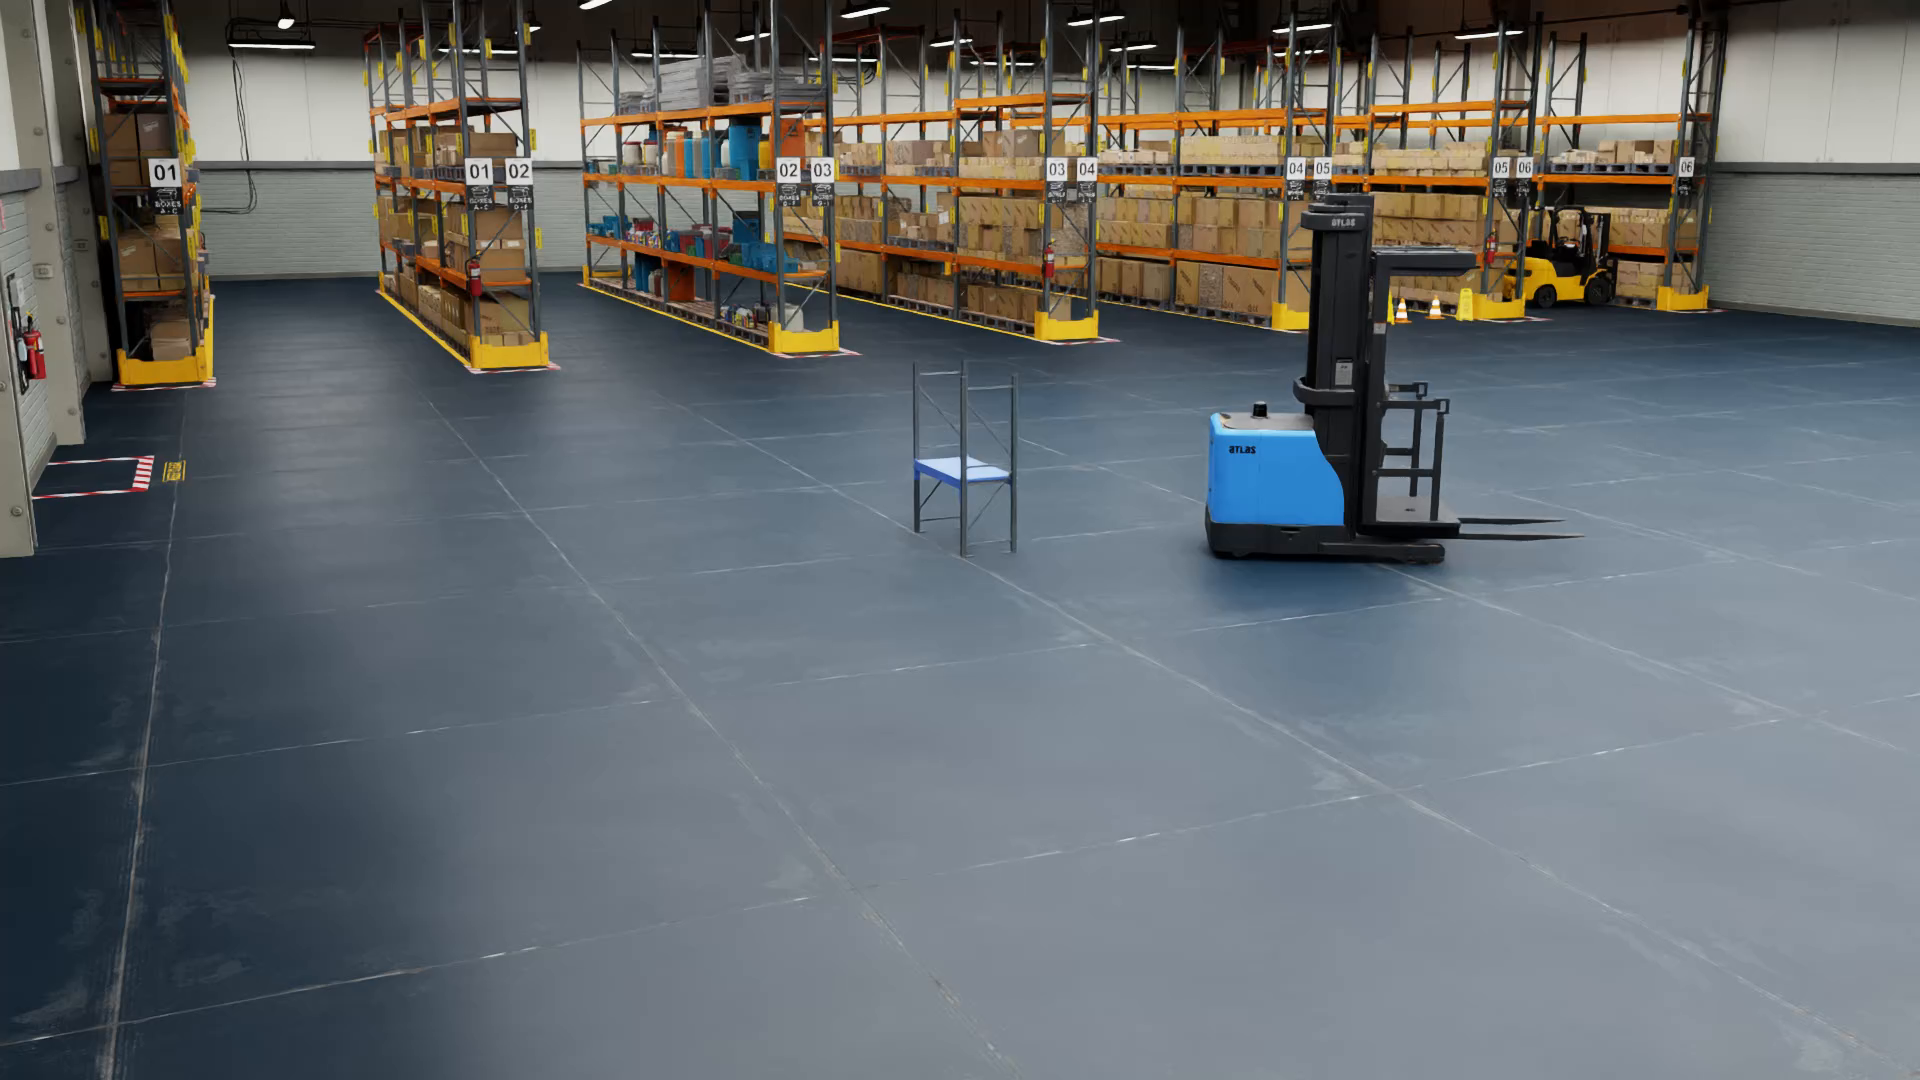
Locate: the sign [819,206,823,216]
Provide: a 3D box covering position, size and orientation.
[{"bbox_3d":[-3.353,-8.004,40.207,0.100,0.325,0.005,-6,14,-23],"label":"sign"}]

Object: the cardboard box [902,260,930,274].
[{"bbox_3d":[-0.947,-5.994,36.522,0.500,0.250,0.500,-5,14,-21],"label":"cardboard box"}]

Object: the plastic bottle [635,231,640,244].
[{"bbox_3d":[-7.176,-6.765,37.224,0.152,0.276,0.135,-6,14,-23],"label":"plastic bottle"}]

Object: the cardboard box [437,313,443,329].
[{"bbox_3d":[-9.151,-3.972,30.047,0.500,0.250,0.500,-6,14,-24],"label":"cardboard box"}]

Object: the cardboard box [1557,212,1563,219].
[{"bbox_3d":[13.978,-7.508,38.495,0.380,0.149,0.250,-5,14,-22],"label":"cardboard box"}]

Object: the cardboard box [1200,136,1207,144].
[{"bbox_3d":[5.085,-8.086,33.639,0.380,0.149,0.250,-6,14,-24],"label":"cardboard box"}]

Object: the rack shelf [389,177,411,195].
[{"bbox_3d":[-11.123,-7.398,34.626,1.077,0.370,4.000,-6,14,-23],"label":"rack shelf"}]

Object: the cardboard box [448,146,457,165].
[{"bbox_3d":[-8.042,-6.241,26.986,0.500,0.311,0.500,-4,14,-16],"label":"cardboard box"}]

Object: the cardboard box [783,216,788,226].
[{"bbox_3d":[-4.289,-8.262,43.090,0.500,0.250,0.500,-6,14,-24],"label":"cardboard box"}]

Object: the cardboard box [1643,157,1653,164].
[{"bbox_3d":[14.978,-8.196,35.880,0.380,0.149,0.250,-6,14,-25],"label":"cardboard box"}]

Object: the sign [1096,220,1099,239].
[{"bbox_3d":[2.459,-5.586,29.933,0.100,0.325,0.005,-6,14,-23],"label":"sign"}]

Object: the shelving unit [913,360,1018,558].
[{"bbox_3d":[0.034,-0.713,14.125,0.538,1.500,1.048,-6,14,-23],"label":"shelving unit"}]

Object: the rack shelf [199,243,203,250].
[{"bbox_3d":[-17.262,-6.315,36.598,1.077,0.370,4.000,-6,14,-23],"label":"rack shelf"}]

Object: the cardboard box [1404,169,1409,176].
[{"bbox_3d":[9.754,-7.877,35.658,0.380,0.149,0.250,-6,14,-25],"label":"cardboard box"}]

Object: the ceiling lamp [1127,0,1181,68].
[{"bbox_3d":[5.972,-15.875,50.059,2.000,3.185,0.800,-6,14,-23],"label":"ceiling lamp"}]

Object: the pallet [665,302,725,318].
[{"bbox_3d":[-5.507,-4.799,34.635,1.003,0.211,1.213,-6,14,-23],"label":"pallet"}]

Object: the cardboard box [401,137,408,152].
[{"bbox_3d":[-11.253,-8.078,34.592,0.600,0.600,0.600,-6,14,-25],"label":"cardboard box"}]

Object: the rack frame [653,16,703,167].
[{"bbox_3d":[-5.781,-9.243,34.351,1.000,3.000,0.127,-6,14,-23],"label":"rack frame"}]

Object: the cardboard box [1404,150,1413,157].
[{"bbox_3d":[9.721,-8.260,35.542,0.380,0.149,0.250,-6,14,-25],"label":"cardboard box"}]

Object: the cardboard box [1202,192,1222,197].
[{"bbox_3d":[6.575,-8.702,42.877,0.500,0.500,0.500,-6,14,-24],"label":"cardboard box"}]

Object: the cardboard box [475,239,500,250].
[{"bbox_3d":[-7.444,-4.648,26.139,0.380,0.149,0.250,-6,14,-24],"label":"cardboard box"}]

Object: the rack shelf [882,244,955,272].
[{"bbox_3d":[-0.442,-6.004,35.256,1.077,0.370,4.000,-6,14,-23],"label":"rack shelf"}]

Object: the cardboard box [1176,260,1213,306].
[{"bbox_3d":[5.132,-5.402,34.839,0.875,0.875,0.875,-5,14,-22],"label":"cardboard box"}]

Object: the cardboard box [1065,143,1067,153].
[{"bbox_3d":[2.408,-9.402,39.770,0.396,0.266,0.258,-6,14,-23],"label":"cardboard box"}]

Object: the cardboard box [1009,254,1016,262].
[{"bbox_3d":[1.142,-5.290,31.131,0.380,0.149,0.250,-6,14,-23],"label":"cardboard box"}]

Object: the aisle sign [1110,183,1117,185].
[{"bbox_3d":[4.338,-10.571,47.627,0.394,0.787,0.004,-6,14,-23],"label":"aisle sign"}]

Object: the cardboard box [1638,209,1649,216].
[{"bbox_3d":[14.995,-7.124,36.178,0.380,0.149,0.250,-5,14,-22],"label":"cardboard box"}]

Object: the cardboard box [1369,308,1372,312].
[{"bbox_3d":[8.666,-4.710,34.389,0.380,0.149,0.250,1,13,6],"label":"cardboard box"}]

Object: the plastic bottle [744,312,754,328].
[{"bbox_3d":[-3.790,-3.950,29.848,0.152,0.276,0.135,-6,14,-23],"label":"plastic bottle"}]

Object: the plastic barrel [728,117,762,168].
[{"bbox_3d":[-3.878,-7.189,30.084,0.600,0.901,0.708,-6,14,-23],"label":"plastic barrel"}]

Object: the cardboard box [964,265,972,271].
[{"bbox_3d":[0.342,-7.366,44.937,0.380,0.149,0.250,-5,14,-22],"label":"cardboard box"}]

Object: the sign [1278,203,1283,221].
[{"bbox_3d":[6.044,-6.176,31.308,0.100,0.325,0.005,-6,14,-23],"label":"sign"}]

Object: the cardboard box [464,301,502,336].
[{"bbox_3d":[-7.604,-3.536,26.497,0.500,0.500,0.500,-6,14,-23],"label":"cardboard box"}]

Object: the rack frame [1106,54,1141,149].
[{"bbox_3d":[4.632,-12.239,47.293,1.000,3.000,0.127,-6,14,-23],"label":"rack frame"}]

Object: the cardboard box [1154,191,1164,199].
[{"bbox_3d":[5.597,-9.204,45.044,0.500,0.500,0.500,-6,14,-24],"label":"cardboard box"}]

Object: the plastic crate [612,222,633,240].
[{"bbox_3d":[-7.883,-7.234,38.877,0.392,0.384,0.575,-6,14,-23],"label":"plastic crate"}]

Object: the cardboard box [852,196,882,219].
[{"bbox_3d":[-2.054,-7.731,38.674,0.797,0.503,0.637,-5,14,-21],"label":"cardboard box"}]

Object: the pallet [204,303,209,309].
[{"bbox_3d":[-16.083,-4.741,34.387,1.003,0.211,1.213,-6,14,-23],"label":"pallet"}]

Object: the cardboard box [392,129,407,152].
[{"bbox_3d":[-12.154,-8.795,36.625,0.700,0.500,0.500,-6,14,-23],"label":"cardboard box"}]

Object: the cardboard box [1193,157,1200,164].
[{"bbox_3d":[4.983,-7.750,33.955,0.380,0.149,0.250,-6,14,-23],"label":"cardboard box"}]

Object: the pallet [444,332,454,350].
[{"bbox_3d":[-8.439,-3.521,29.115,1.003,0.211,1.213,-6,14,-23],"label":"pallet"}]

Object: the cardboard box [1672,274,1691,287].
[{"bbox_3d":[15.590,-5.684,36.334,0.500,0.250,0.500,-5,14,-22],"label":"cardboard box"}]

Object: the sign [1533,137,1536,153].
[{"bbox_3d":[11.539,-7.947,33.462,0.100,0.325,0.005,-6,14,-23],"label":"sign"}]

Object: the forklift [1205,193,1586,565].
[{"bbox_3d":[3.614,-1.350,13.701,3.031,2.935,1.130,1,13,5],"label":"forklift"}]

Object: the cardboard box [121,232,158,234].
[{"bbox_3d":[-12.861,-4.575,26.109,0.500,0.500,0.500,-5,14,-21],"label":"cardboard box"}]

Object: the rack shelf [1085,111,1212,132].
[{"bbox_3d":[4.143,-9.159,36.470,1.077,0.370,4.000,-6,14,-23],"label":"rack shelf"}]

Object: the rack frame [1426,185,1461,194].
[{"bbox_3d":[12.384,-8.112,42.768,1.000,3.000,0.127,-6,14,-23],"label":"rack frame"}]

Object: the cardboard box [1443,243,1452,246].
[{"bbox_3d":[10.279,-6.094,34.603,0.380,0.149,0.250,-5,14,-22],"label":"cardboard box"}]

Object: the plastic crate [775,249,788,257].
[{"bbox_3d":[-3.487,-5.218,30.592,0.499,0.251,0.616,-6,14,-23],"label":"plastic crate"}]

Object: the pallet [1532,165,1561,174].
[{"bbox_3d":[13.621,-8.835,39.663,0.805,0.209,1.217,-6,14,-25],"label":"pallet"}]

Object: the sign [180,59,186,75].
[{"bbox_3d":[-15.969,-9.720,34.163,0.100,0.325,0.005,-6,14,-23],"label":"sign"}]

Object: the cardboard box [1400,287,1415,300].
[{"bbox_3d":[9.867,-5.337,35.943,0.500,0.250,0.500,-6,14,-24],"label":"cardboard box"}]

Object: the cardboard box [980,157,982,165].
[{"bbox_3d":[0.603,-7.276,31.949,0.380,0.149,0.250,-5,14,-21],"label":"cardboard box"}]

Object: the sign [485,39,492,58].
[{"bbox_3d":[-8.201,-8.548,28.922,0.100,0.325,0.005,-6,14,-23],"label":"sign"}]

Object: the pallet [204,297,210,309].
[{"bbox_3d":[-16.694,-5.058,35.756,1.003,0.211,1.213,-6,14,-23],"label":"pallet"}]

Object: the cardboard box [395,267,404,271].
[{"bbox_3d":[-12.681,-6.086,38.575,0.797,0.503,0.637,-6,14,-23],"label":"cardboard box"}]

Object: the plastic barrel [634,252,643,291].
[{"bbox_3d":[-7.181,-6.215,38.295,0.600,0.901,0.708,-6,14,-23],"label":"plastic barrel"}]
